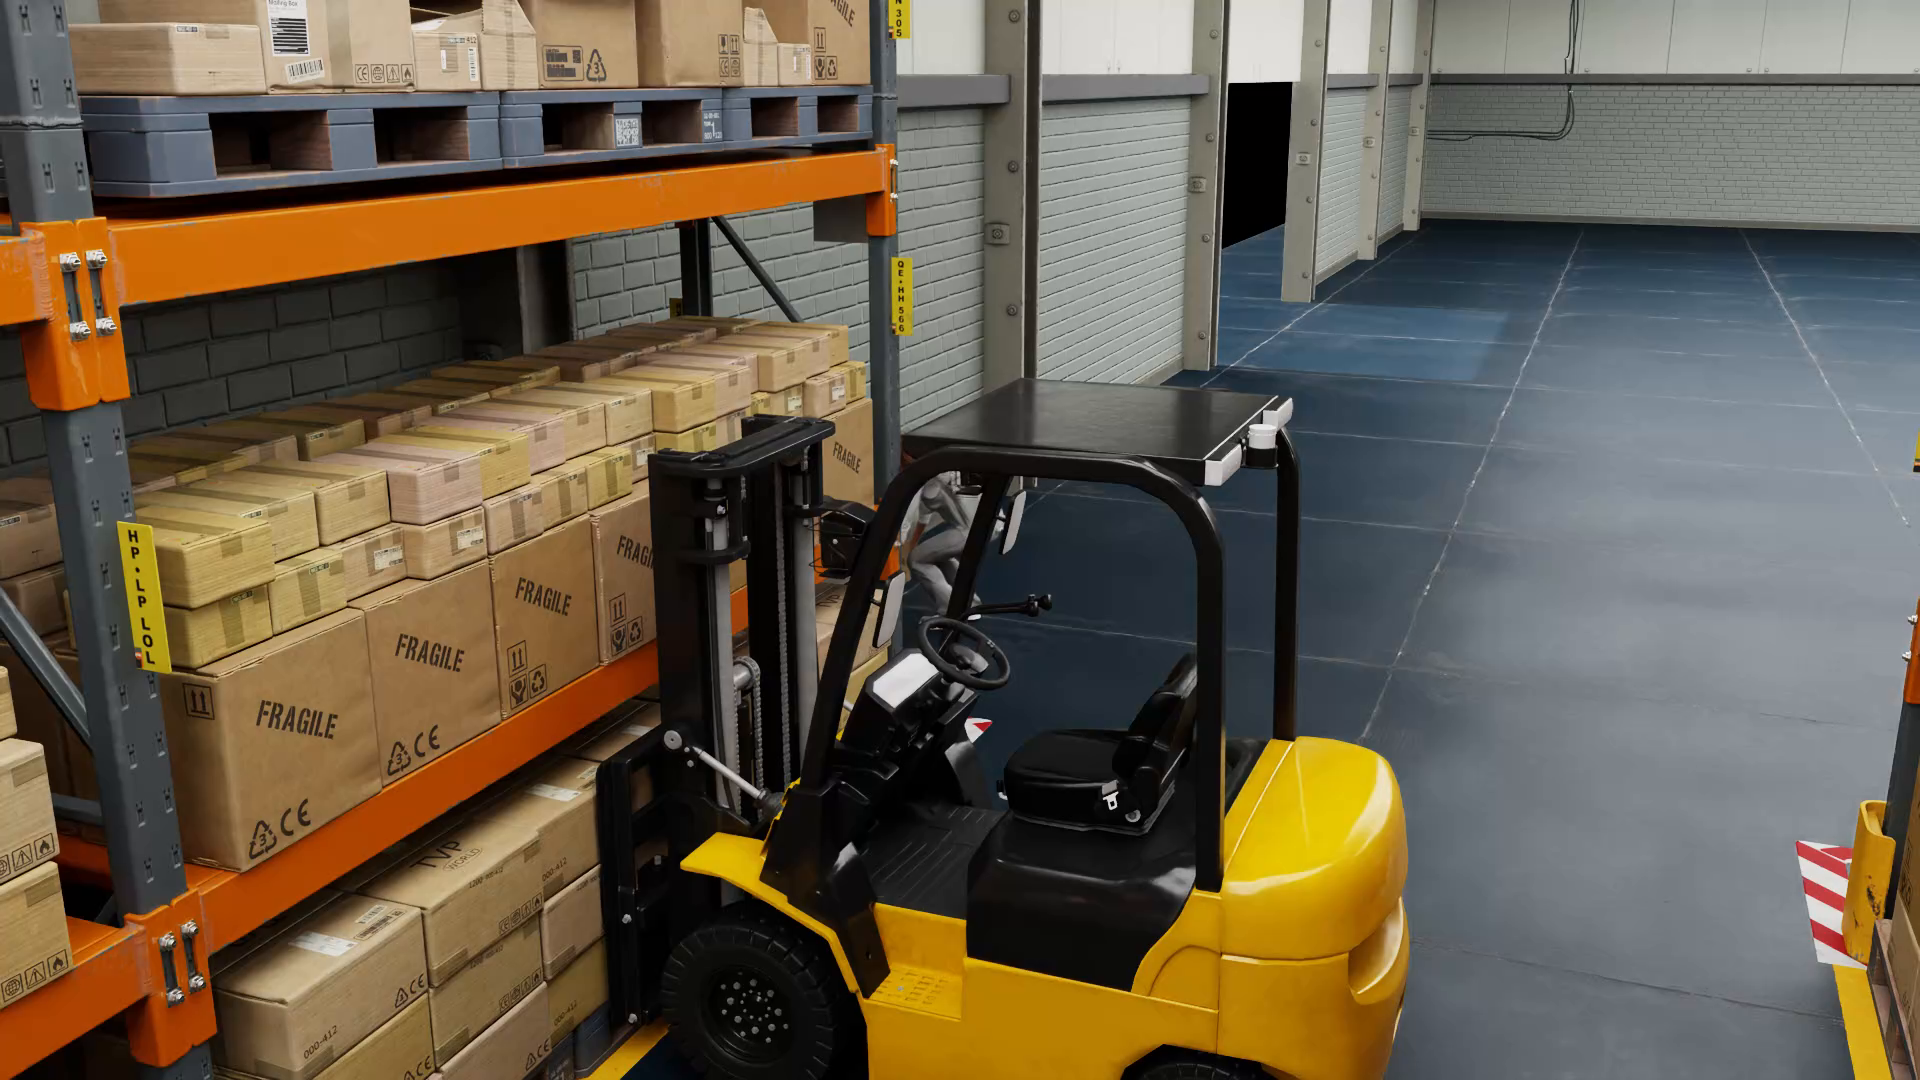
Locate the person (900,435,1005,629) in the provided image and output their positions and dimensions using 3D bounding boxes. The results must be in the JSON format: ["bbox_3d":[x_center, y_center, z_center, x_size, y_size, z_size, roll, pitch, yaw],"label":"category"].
[{"bbox_3d":[-0.112,0.007,9.607,0.738,1.013,0.464,6,17,21],"label":"person"}]
